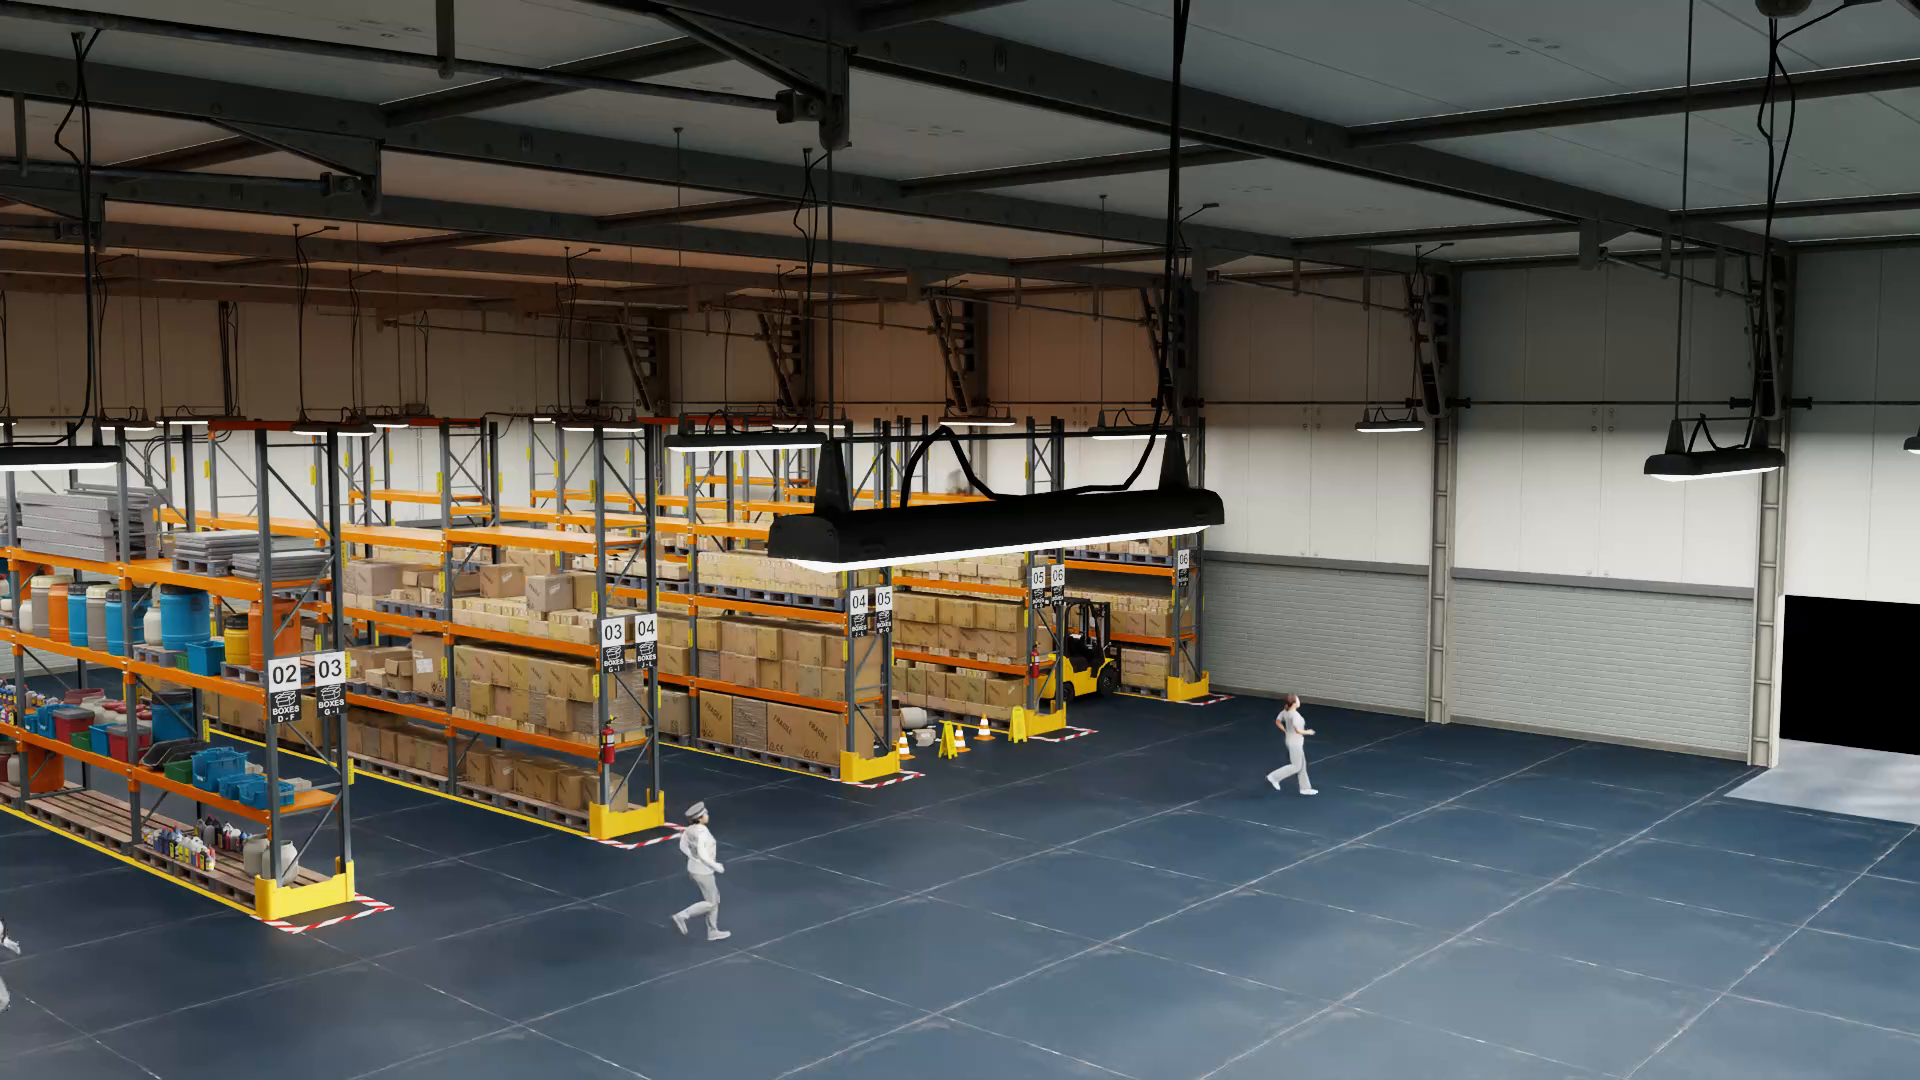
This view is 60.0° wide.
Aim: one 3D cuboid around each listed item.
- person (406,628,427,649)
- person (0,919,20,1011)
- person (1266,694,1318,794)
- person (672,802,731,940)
[{"bbox_3d":[-11.015,2.637,34.180,0.703,1.726,0.630,4,6,37],"label":"person"},{"bbox_3d":[-9.522,4.153,16.272,0.537,1.658,0.630,-1,5,-14],"label":"person"},{"bbox_3d":[5.326,3.282,26.663,0.903,1.653,0.567,-1,5,-12],"label":"person"},{"bbox_3d":[-3.049,3.882,19.443,0.733,1.656,0.632,-3,6,-32],"label":"person"}]
